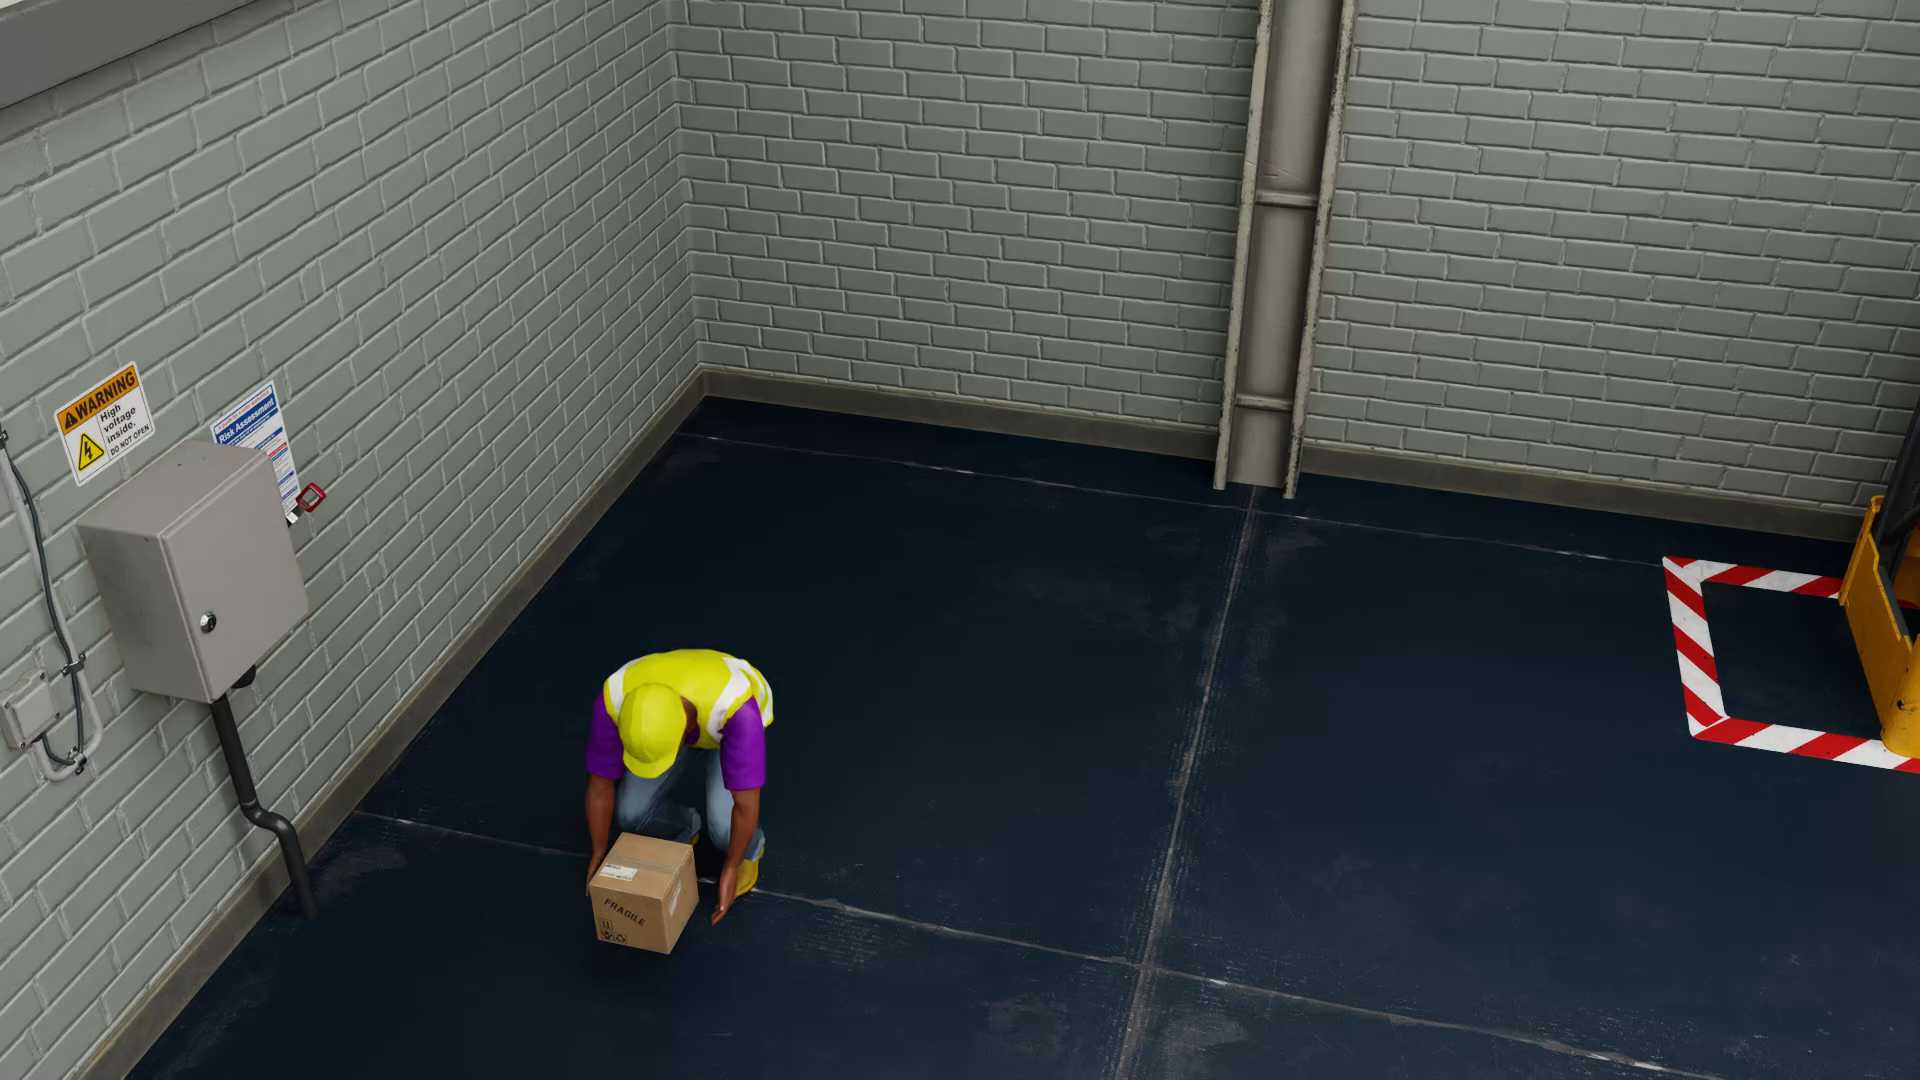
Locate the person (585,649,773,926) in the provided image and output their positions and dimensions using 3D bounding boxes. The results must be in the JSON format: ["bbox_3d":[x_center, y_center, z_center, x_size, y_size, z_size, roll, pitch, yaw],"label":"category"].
[{"bbox_3d":[-0.879,0.753,5.553,0.603,1.109,0.860,8,34,12],"label":"person"}]
